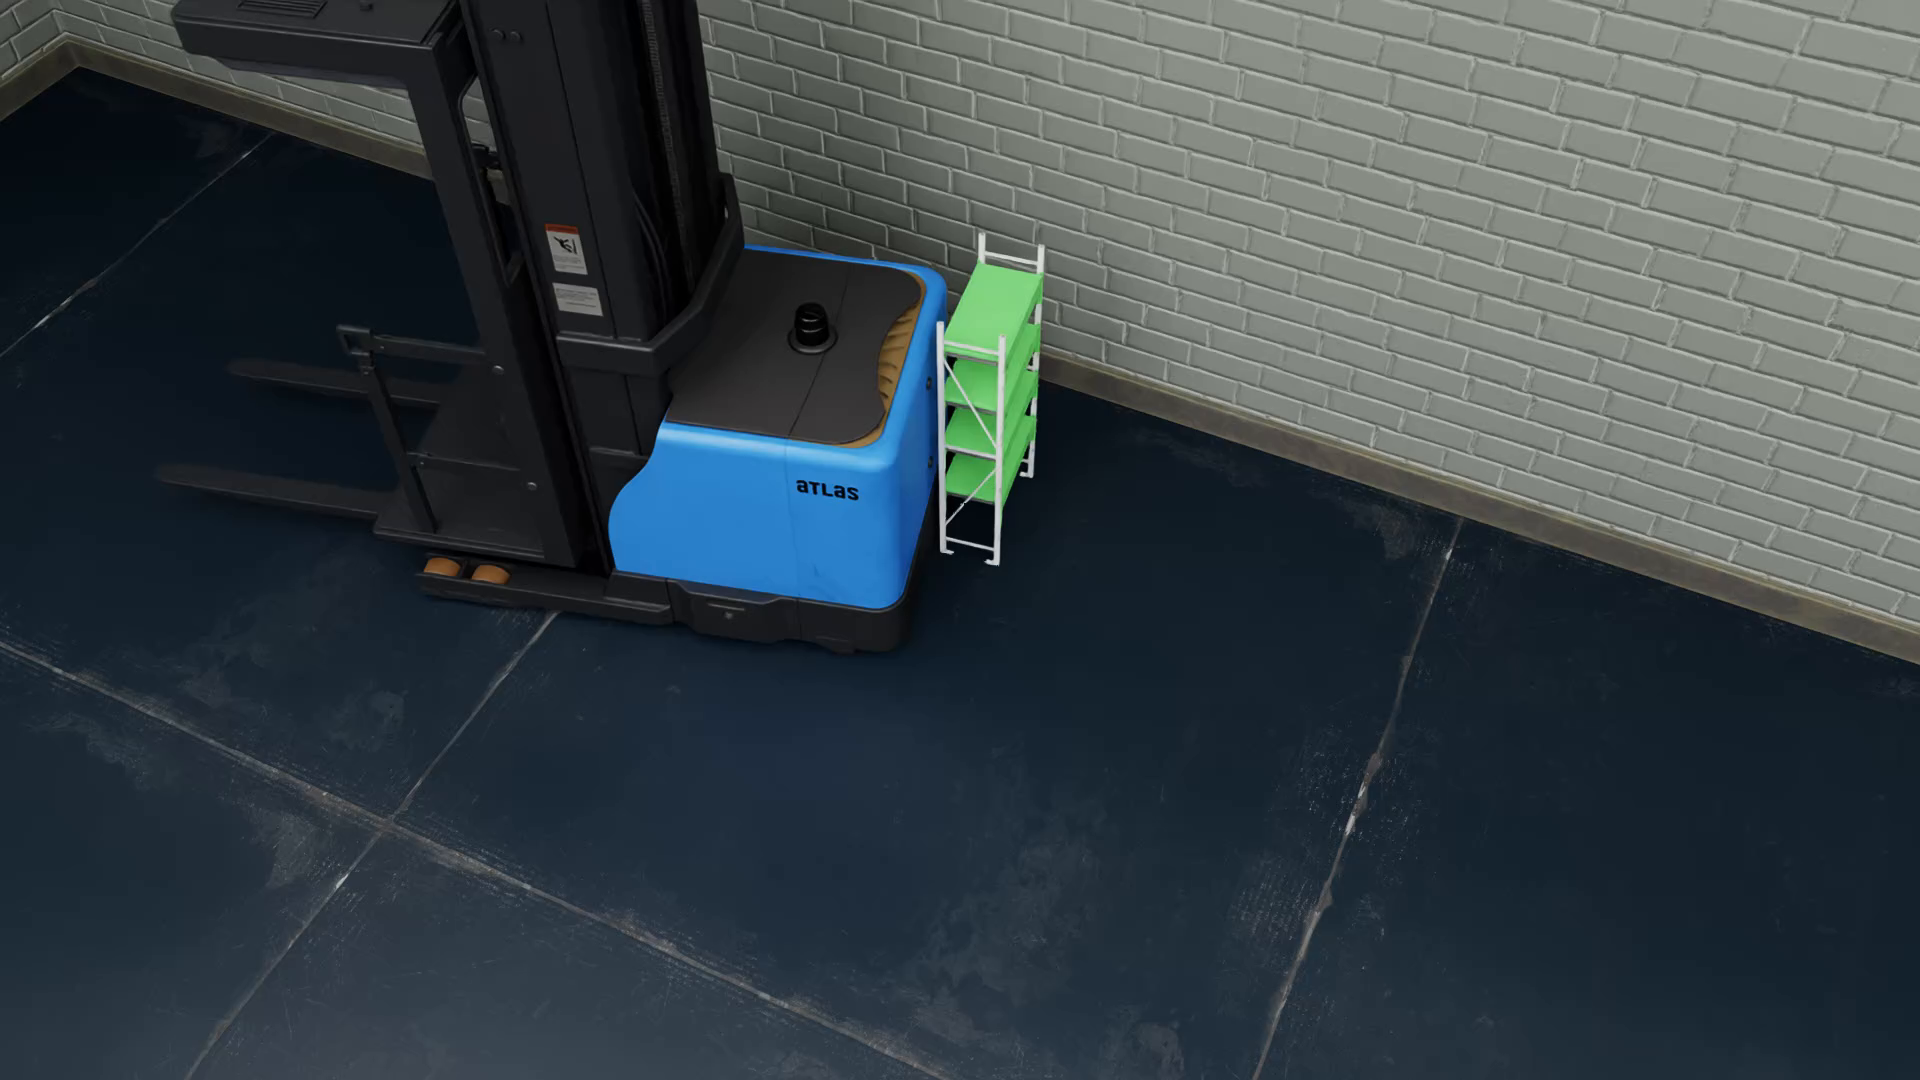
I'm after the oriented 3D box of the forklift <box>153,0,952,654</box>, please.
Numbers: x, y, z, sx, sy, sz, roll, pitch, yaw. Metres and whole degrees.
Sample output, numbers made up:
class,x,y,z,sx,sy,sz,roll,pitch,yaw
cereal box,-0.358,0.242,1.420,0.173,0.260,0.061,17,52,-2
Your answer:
class,x,y,z,sx,sy,sz,roll,pitch,yaw
forklift,-1.601,-1.086,5.565,3.031,2.935,1.130,8,50,7

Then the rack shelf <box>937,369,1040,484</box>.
class,x,y,z,sx,sy,sz,roll,pitch,yaw
rack shelf,0.111,-0.456,6.249,0.258,0.148,0.480,13,51,11

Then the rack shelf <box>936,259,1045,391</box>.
class,x,y,z,sx,sy,sz,roll,pitch,yaw
rack shelf,0.111,-0.767,5.883,0.258,0.148,0.480,13,51,11

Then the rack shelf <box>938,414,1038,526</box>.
class,x,y,z,sx,sy,sz,roll,pitch,yaw
rack shelf,0.111,-0.300,6.432,0.258,0.148,0.480,13,51,11

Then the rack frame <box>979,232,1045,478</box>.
class,x,y,z,sx,sy,sz,roll,pitch,yaw
rack frame,0.183,-0.674,6.351,0.240,1.200,0.015,13,51,11

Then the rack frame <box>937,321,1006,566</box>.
class,x,y,z,sx,sy,sz,roll,pitch,yaw
rack frame,0.038,-0.320,6.049,0.240,1.200,0.015,13,51,11

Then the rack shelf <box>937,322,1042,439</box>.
class,x,y,z,sx,sy,sz,roll,pitch,yaw
rack shelf,0.111,-0.611,6.066,0.258,0.148,0.480,13,51,11

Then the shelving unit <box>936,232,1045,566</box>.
class,x,y,z,sx,sy,sz,roll,pitch,yaw
shelving unit,0.111,-0.497,6.200,0.258,1.200,0.503,13,51,11
